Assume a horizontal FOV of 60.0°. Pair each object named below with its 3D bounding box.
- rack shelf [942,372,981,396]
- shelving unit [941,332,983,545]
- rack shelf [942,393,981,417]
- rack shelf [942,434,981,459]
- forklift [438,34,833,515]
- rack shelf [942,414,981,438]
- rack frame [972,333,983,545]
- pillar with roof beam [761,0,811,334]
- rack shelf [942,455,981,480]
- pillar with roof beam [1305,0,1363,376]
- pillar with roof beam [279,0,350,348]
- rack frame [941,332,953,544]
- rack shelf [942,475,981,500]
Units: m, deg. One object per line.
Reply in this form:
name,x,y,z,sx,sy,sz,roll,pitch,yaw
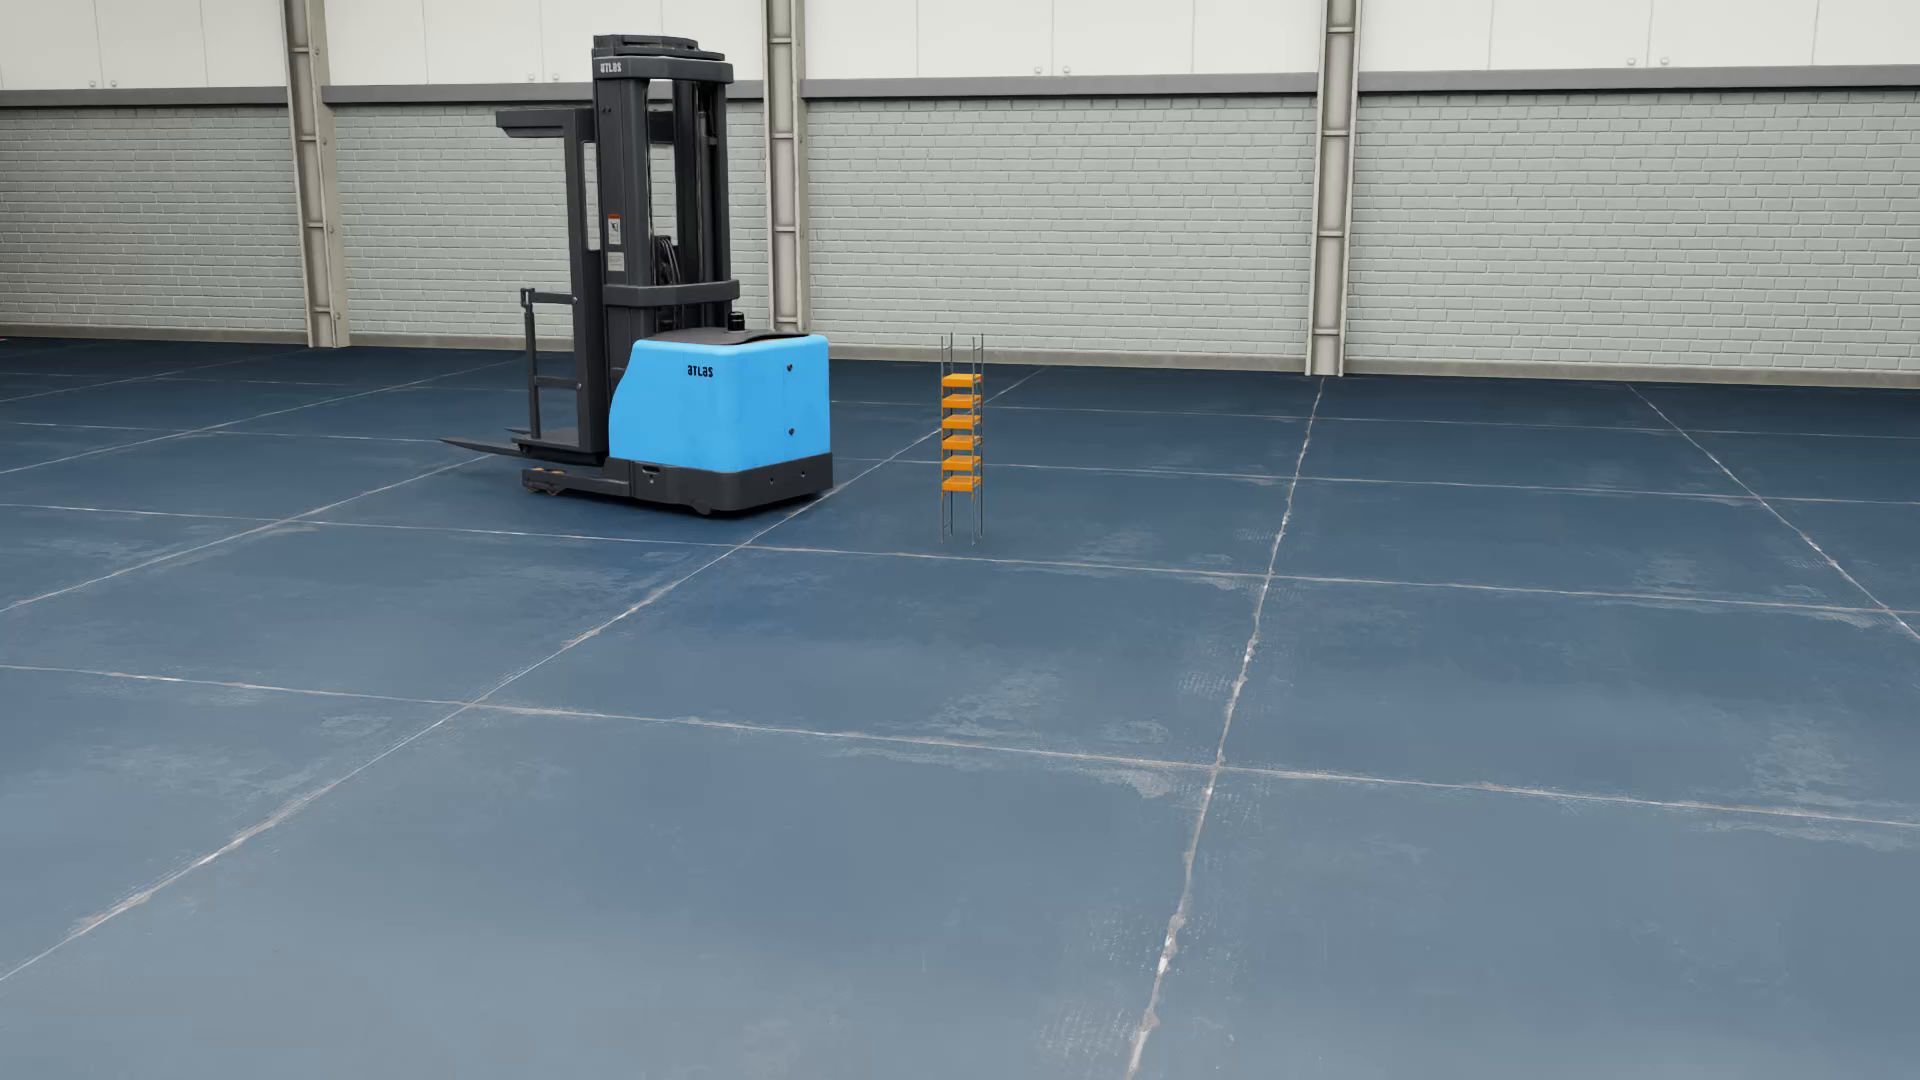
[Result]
rack shelf,0.014,-0.893,9.532,0.180,0.103,0.258,3,13,14
shelving unit,0.014,-0.585,9.600,0.189,1.200,0.258,3,13,14
rack shelf,0.014,-0.776,9.558,0.180,0.103,0.258,3,13,14
rack shelf,0.014,-0.542,9.610,0.180,0.103,0.258,3,13,14
forklift,-2.335,-1.812,11.132,3.031,2.935,1.130,9,15,34
rack shelf,0.014,-0.659,9.584,0.180,0.103,0.258,3,13,14
rack frame,0.103,-0.580,9.579,0.006,1.200,0.240,3,13,14
pillar with roof beam,-2.976,-5.567,14.051,0.400,9.000,9.100,3,13,14
rack shelf,0.014,-0.424,9.636,0.180,0.103,0.258,3,13,14
pillar with roof beam,2.849,-5.256,12.648,0.400,9.000,9.100,3,13,14
pillar with roof beam,-8.801,-5.879,15.454,0.400,9.000,9.100,3,13,14
rack frame,-0.075,-0.590,9.622,0.006,1.200,0.240,3,13,14
rack shelf,0.014,-0.307,9.662,0.180,0.103,0.258,3,13,14
